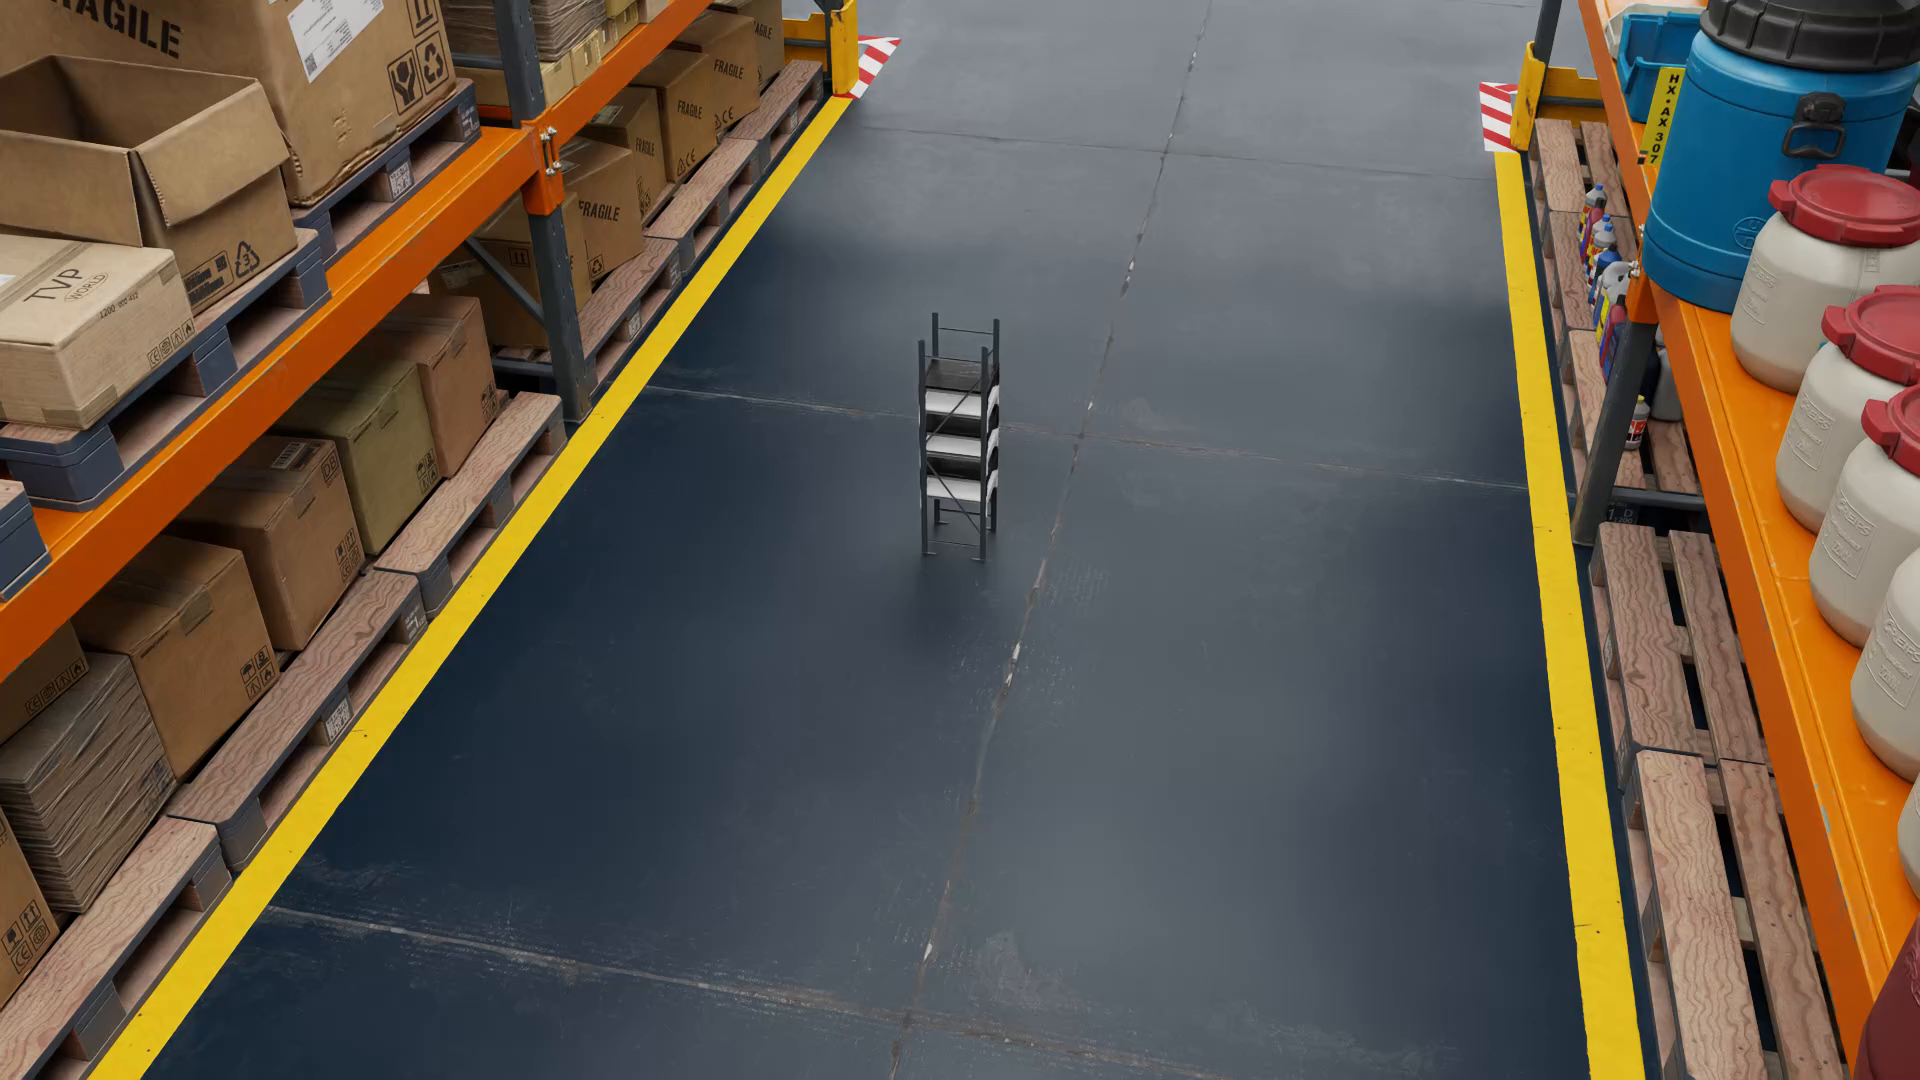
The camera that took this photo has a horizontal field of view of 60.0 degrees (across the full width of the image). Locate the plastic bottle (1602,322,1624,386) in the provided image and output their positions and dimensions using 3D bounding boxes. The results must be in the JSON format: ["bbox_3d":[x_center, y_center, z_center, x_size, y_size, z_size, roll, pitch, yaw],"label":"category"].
[{"bbox_3d":[2.689,-0.786,6.660,0.144,0.351,0.185,6,36,8],"label":"plastic bottle"}]

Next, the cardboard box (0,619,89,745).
[{"bbox_3d":[-2.684,0.345,4.334,0.500,0.250,0.500,11,37,15],"label":"cardboard box"}]

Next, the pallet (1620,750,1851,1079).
[{"bbox_3d":[2.403,1.121,4.523,1.003,0.211,1.213,7,37,10],"label":"pallet"}]

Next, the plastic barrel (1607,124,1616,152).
[{"bbox_3d":[3.580,-2.234,8.538,0.421,0.512,0.421,0,36,0],"label":"plastic barrel"}]

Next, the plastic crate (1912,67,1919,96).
[{"bbox_3d":[3.357,-1.822,6.388,0.450,0.188,0.662,7,37,10],"label":"plastic crate"}]

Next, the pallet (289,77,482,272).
[{"bbox_3d":[-2.352,-1.288,5.634,1.003,0.211,1.213,7,37,10],"label":"pallet"}]

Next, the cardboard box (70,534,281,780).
[{"bbox_3d":[-2.557,0.310,5.022,0.700,0.500,0.500,10,37,14],"label":"cardboard box"}]

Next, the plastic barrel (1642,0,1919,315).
[{"bbox_3d":[2.413,-1.184,4.901,0.600,0.901,0.708,7,37,10],"label":"plastic barrel"}]

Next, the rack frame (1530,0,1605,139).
[{"bbox_3d":[3.646,-3.458,8.465,1.000,3.000,0.127,7,37,10],"label":"rack frame"}]

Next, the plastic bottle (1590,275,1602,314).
[{"bbox_3d":[2.795,-1.074,7.186,0.097,0.201,0.097,0,36,0],"label":"plastic bottle"}]

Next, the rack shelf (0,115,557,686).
[{"bbox_3d":[-2.474,-0.348,4.787,1.077,0.370,4.000,7,37,10],"label":"rack shelf"}]

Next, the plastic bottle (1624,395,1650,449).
[{"bbox_3d":[2.565,-0.457,6.334,0.097,0.201,0.097,0,36,0],"label":"plastic bottle"}]

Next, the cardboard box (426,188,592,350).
[{"bbox_3d":[-1.923,-1.168,7.077,0.500,0.500,0.500,6,36,9],"label":"cardboard box"}]

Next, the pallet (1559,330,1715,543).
[{"bbox_3d":[2.976,-0.415,6.643,1.003,0.211,1.213,7,37,10],"label":"pallet"}]

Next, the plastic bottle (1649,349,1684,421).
[{"bbox_3d":[2.788,-0.657,6.483,0.144,0.351,0.185,7,37,10],"label":"plastic bottle"}]

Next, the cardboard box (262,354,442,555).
[{"bbox_3d":[-2.319,-0.331,5.906,0.700,0.500,0.500,7,37,10],"label":"cardboard box"}]

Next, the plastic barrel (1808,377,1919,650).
[{"bbox_3d":[2.124,-0.030,3.620,0.433,0.535,0.433,0,36,0],"label":"plastic barrel"}]

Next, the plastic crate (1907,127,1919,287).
[{"bbox_3d":[2.987,-0.875,4.846,0.402,0.464,0.583,7,37,10],"label":"plastic crate"}]

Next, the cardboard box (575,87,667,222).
[{"bbox_3d":[-1.752,-1.863,8.036,0.500,0.500,0.500,4,36,6],"label":"cardboard box"}]

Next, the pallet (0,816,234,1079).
[{"bbox_3d":[-2.733,1.189,4.430,1.003,0.211,1.213,7,37,10],"label":"pallet"}]

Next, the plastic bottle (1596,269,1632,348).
[{"bbox_3d":[2.758,-0.971,6.916,0.144,0.351,0.185,7,37,10],"label":"plastic bottle"}]

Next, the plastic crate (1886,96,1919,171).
[{"bbox_3d":[3.028,-1.424,5.711,0.767,0.338,0.504,7,37,10],"label":"plastic crate"}]

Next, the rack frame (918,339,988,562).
[{"bbox_3d":[-0.023,-0.301,5.899,0.240,0.900,0.006,7,37,10],"label":"rack frame"}]

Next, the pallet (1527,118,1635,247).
[{"bbox_3d":[3.497,-1.814,8.573,1.003,0.211,1.213,7,37,10],"label":"pallet"}]

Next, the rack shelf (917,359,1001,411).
[{"bbox_3d":[-0.002,-0.551,5.841,0.258,0.077,0.200,7,37,10],"label":"rack shelf"}]

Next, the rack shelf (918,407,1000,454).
[{"bbox_3d":[-0.002,-0.406,5.946,0.258,0.077,0.200,7,37,10],"label":"rack shelf"}]

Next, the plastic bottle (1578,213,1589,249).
[{"bbox_3d":[2.932,-1.443,7.695,0.097,0.201,0.097,0,36,0],"label":"plastic bottle"}]

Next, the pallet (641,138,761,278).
[{"bbox_3d":[-1.680,-1.747,8.481,1.003,0.211,1.213,7,37,10],"label":"pallet"}]

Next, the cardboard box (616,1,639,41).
[{"bbox_3d":[-1.571,-2.202,6.947,0.380,0.149,0.250,7,37,10],"label":"cardboard box"}]

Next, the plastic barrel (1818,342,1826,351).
[{"bbox_3d":[2.359,-0.369,4.321,0.301,0.262,0.301,0,36,0],"label":"plastic barrel"}]

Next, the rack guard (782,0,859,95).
[{"bbox_3d":[-1.209,-3.023,9.995,1.175,0.500,0.348,7,37,10],"label":"rack guard"}]

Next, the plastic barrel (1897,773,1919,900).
[{"bbox_3d":[1.948,0.467,2.955,0.421,0.512,0.421,0,36,0],"label":"plastic barrel"}]

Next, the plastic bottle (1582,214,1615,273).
[{"bbox_3d":[2.881,-1.334,7.485,0.097,0.271,0.097,0,36,0],"label":"plastic bottle"}]

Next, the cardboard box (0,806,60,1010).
[{"bbox_3d":[-2.778,0.955,4.131,0.700,0.500,0.500,5,36,8],"label":"cardboard box"}]

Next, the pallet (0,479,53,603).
[{"bbox_3d":[-2.853,0.163,3.632,1.213,0.211,1.003,7,37,10],"label":"pallet"}]

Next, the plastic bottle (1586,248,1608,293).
[{"bbox_3d":[2.839,-1.192,7.348,0.097,0.201,0.097,0,36,0],"label":"plastic bottle"}]

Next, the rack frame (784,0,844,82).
[{"bbox_3d":[-1.193,-4.079,9.322,1.000,3.000,0.127,7,37,10],"label":"rack frame"}]

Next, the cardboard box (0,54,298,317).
[{"bbox_3d":[-2.327,-0.992,4.617,0.797,0.503,0.637,11,37,15],"label":"cardboard box"}]

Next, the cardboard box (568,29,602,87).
[{"bbox_3d":[-1.641,-1.911,6.545,0.380,0.149,0.250,7,37,10],"label":"cardboard box"}]

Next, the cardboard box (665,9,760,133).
[{"bbox_3d":[-1.437,-2.534,8.962,0.500,0.500,0.500,17,39,22],"label":"cardboard box"}]

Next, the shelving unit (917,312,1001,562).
[{"bbox_3d":[-0.002,-0.360,5.980,0.258,0.900,0.210,7,37,10],"label":"shelving unit"}]

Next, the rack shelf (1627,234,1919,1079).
[{"bbox_3d":[2.364,0.273,3.930,1.077,0.370,4.000,7,37,10],"label":"rack shelf"}]

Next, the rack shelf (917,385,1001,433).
[{"bbox_3d":[-0.002,-0.478,5.893,0.258,0.077,0.200,7,37,10],"label":"rack shelf"}]

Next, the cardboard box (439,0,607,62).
[{"bbox_3d":[-1.891,-2.197,6.386,0.875,0.500,0.500,7,37,10],"label":"cardboard box"}]
